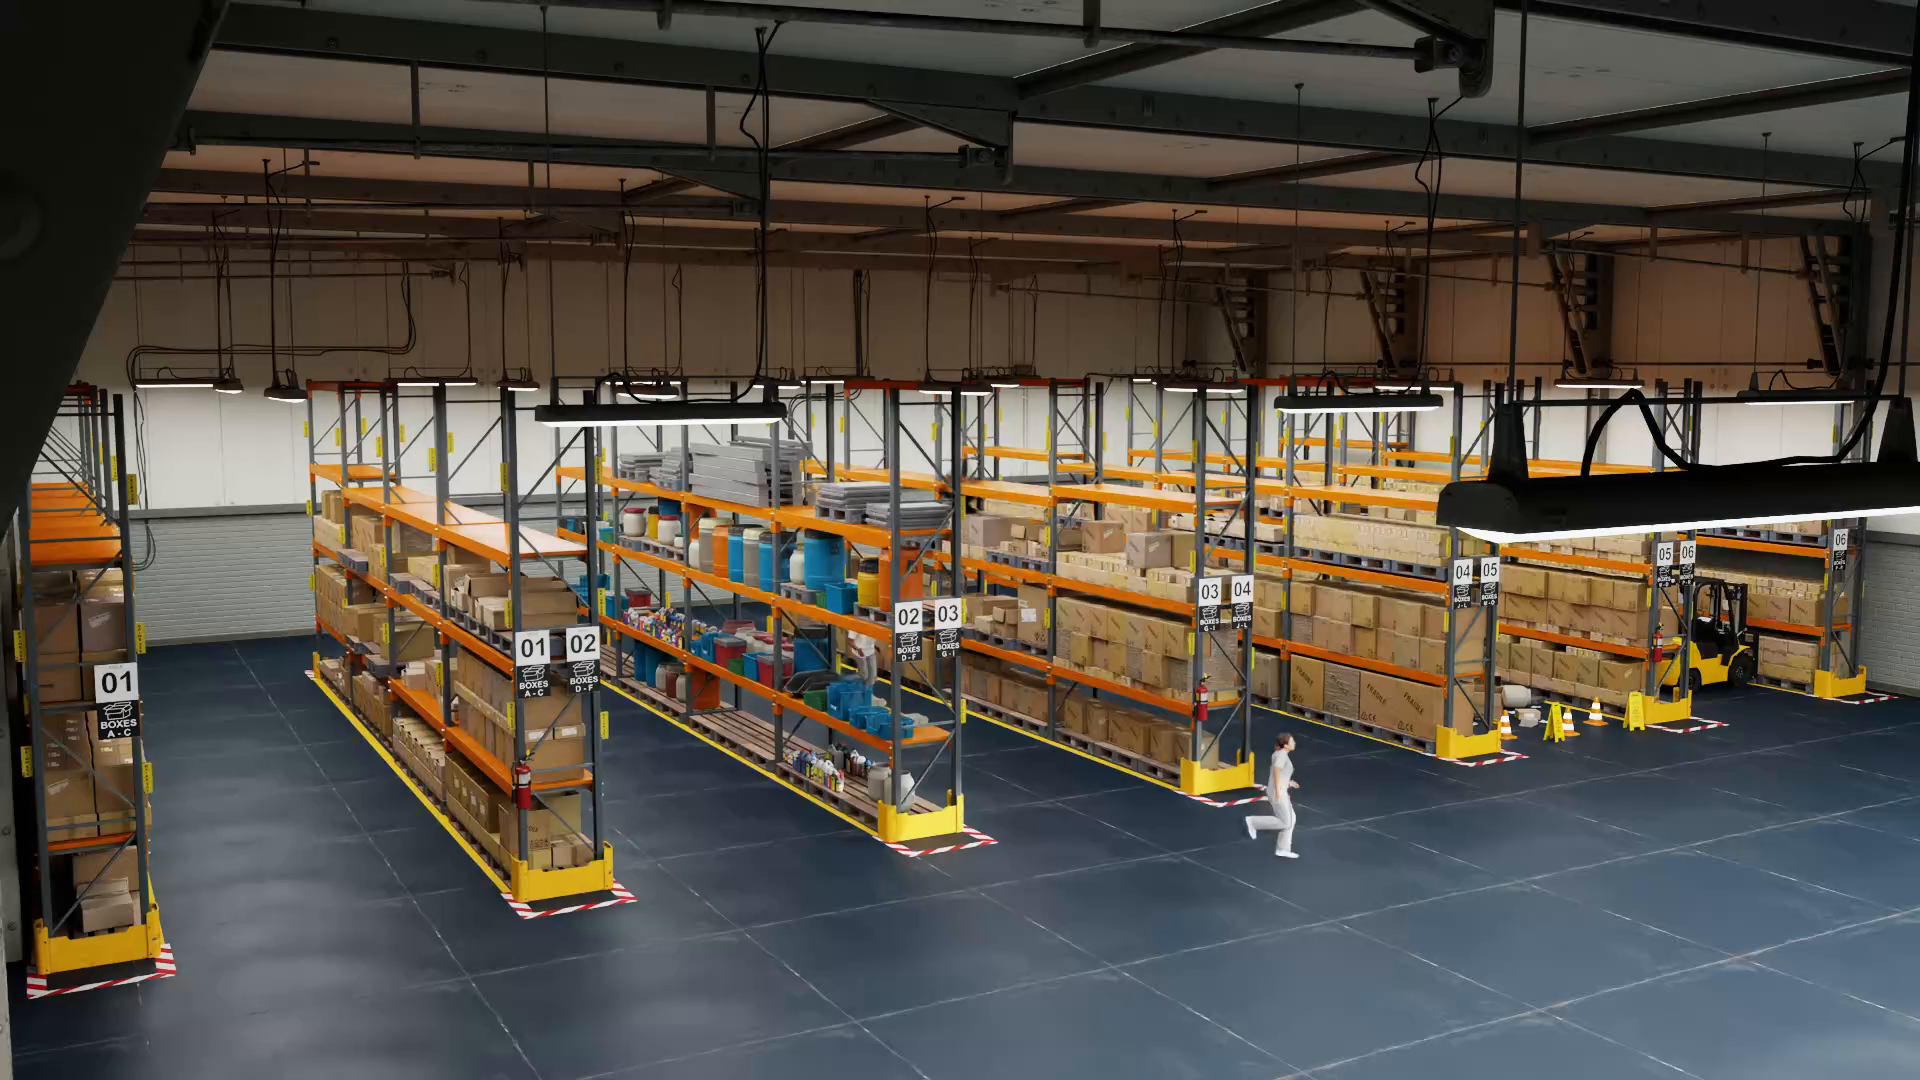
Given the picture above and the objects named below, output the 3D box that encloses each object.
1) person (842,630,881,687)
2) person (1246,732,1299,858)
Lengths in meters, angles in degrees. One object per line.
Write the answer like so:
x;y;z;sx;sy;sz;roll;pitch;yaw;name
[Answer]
-1.755;2.029;29.730;0.740;1.742;0.688;6;8;43;person
4.023;3.279;21.372;0.688;1.629;0.589;0;6;4;person
